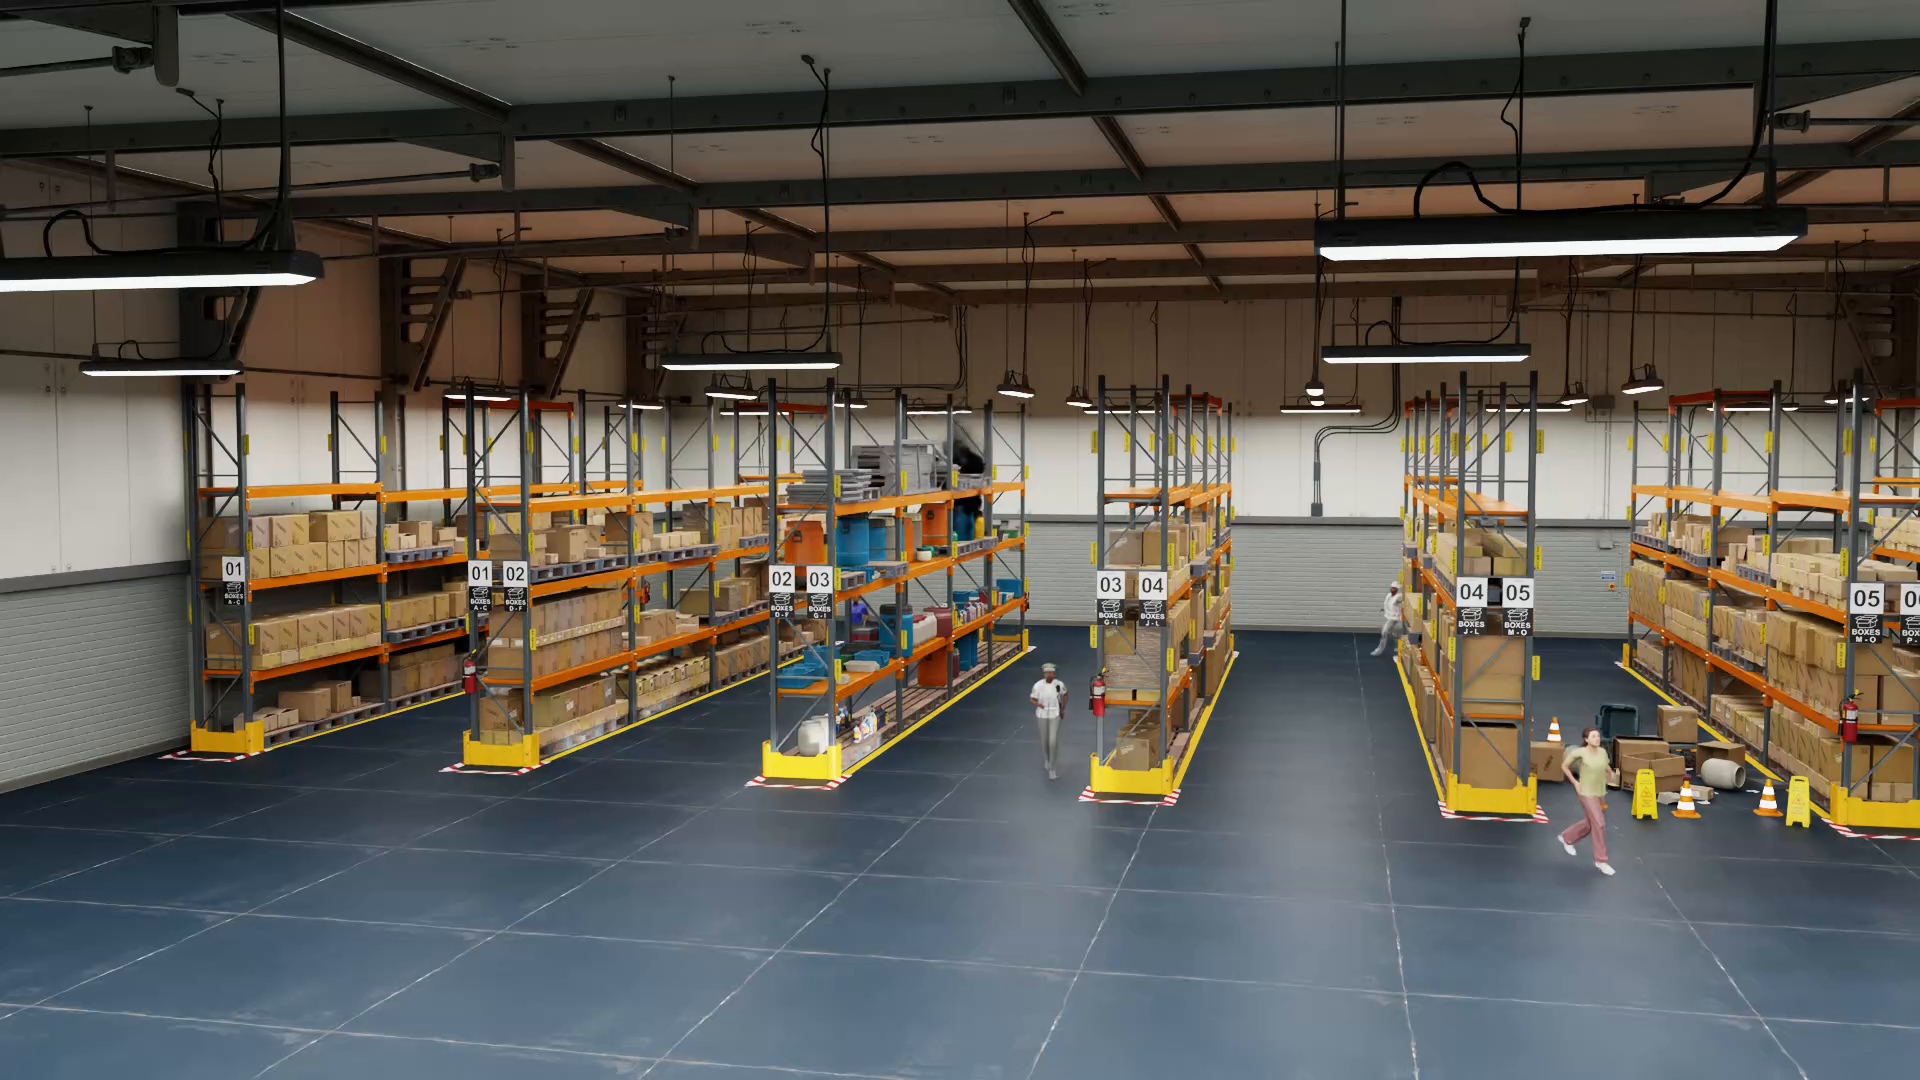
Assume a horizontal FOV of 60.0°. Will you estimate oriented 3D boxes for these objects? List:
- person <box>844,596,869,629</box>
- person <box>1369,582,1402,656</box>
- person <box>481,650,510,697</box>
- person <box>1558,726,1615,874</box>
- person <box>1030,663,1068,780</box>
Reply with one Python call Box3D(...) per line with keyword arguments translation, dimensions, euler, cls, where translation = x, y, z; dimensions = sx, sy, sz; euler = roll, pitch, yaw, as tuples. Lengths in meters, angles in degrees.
Box3D(translation=(-2.357, 2.032, 37.763), dimensions=(0.562, 1.616, 0.586), euler=(0, 3, 1), cls="person")
Box3D(translation=(10.207, 1.859, 39.336), dimensions=(0.979, 1.759, 0.742), euler=(-1, 3, -14), cls="person")
Box3D(translation=(-8.076, 2.464, 29.126), dimensions=(0.651, 1.743, 0.585), euler=(0, 3, 5), cls="person")
Box3D(translation=(7.480, 3.038, 19.735), dimensions=(0.564, 1.682, 0.894), euler=(-1, 4, -23), cls="person")
Box3D(translation=(1.342, 2.718, 25.223), dimensions=(0.563, 1.744, 0.795), euler=(1, 3, 9), cls="person")
